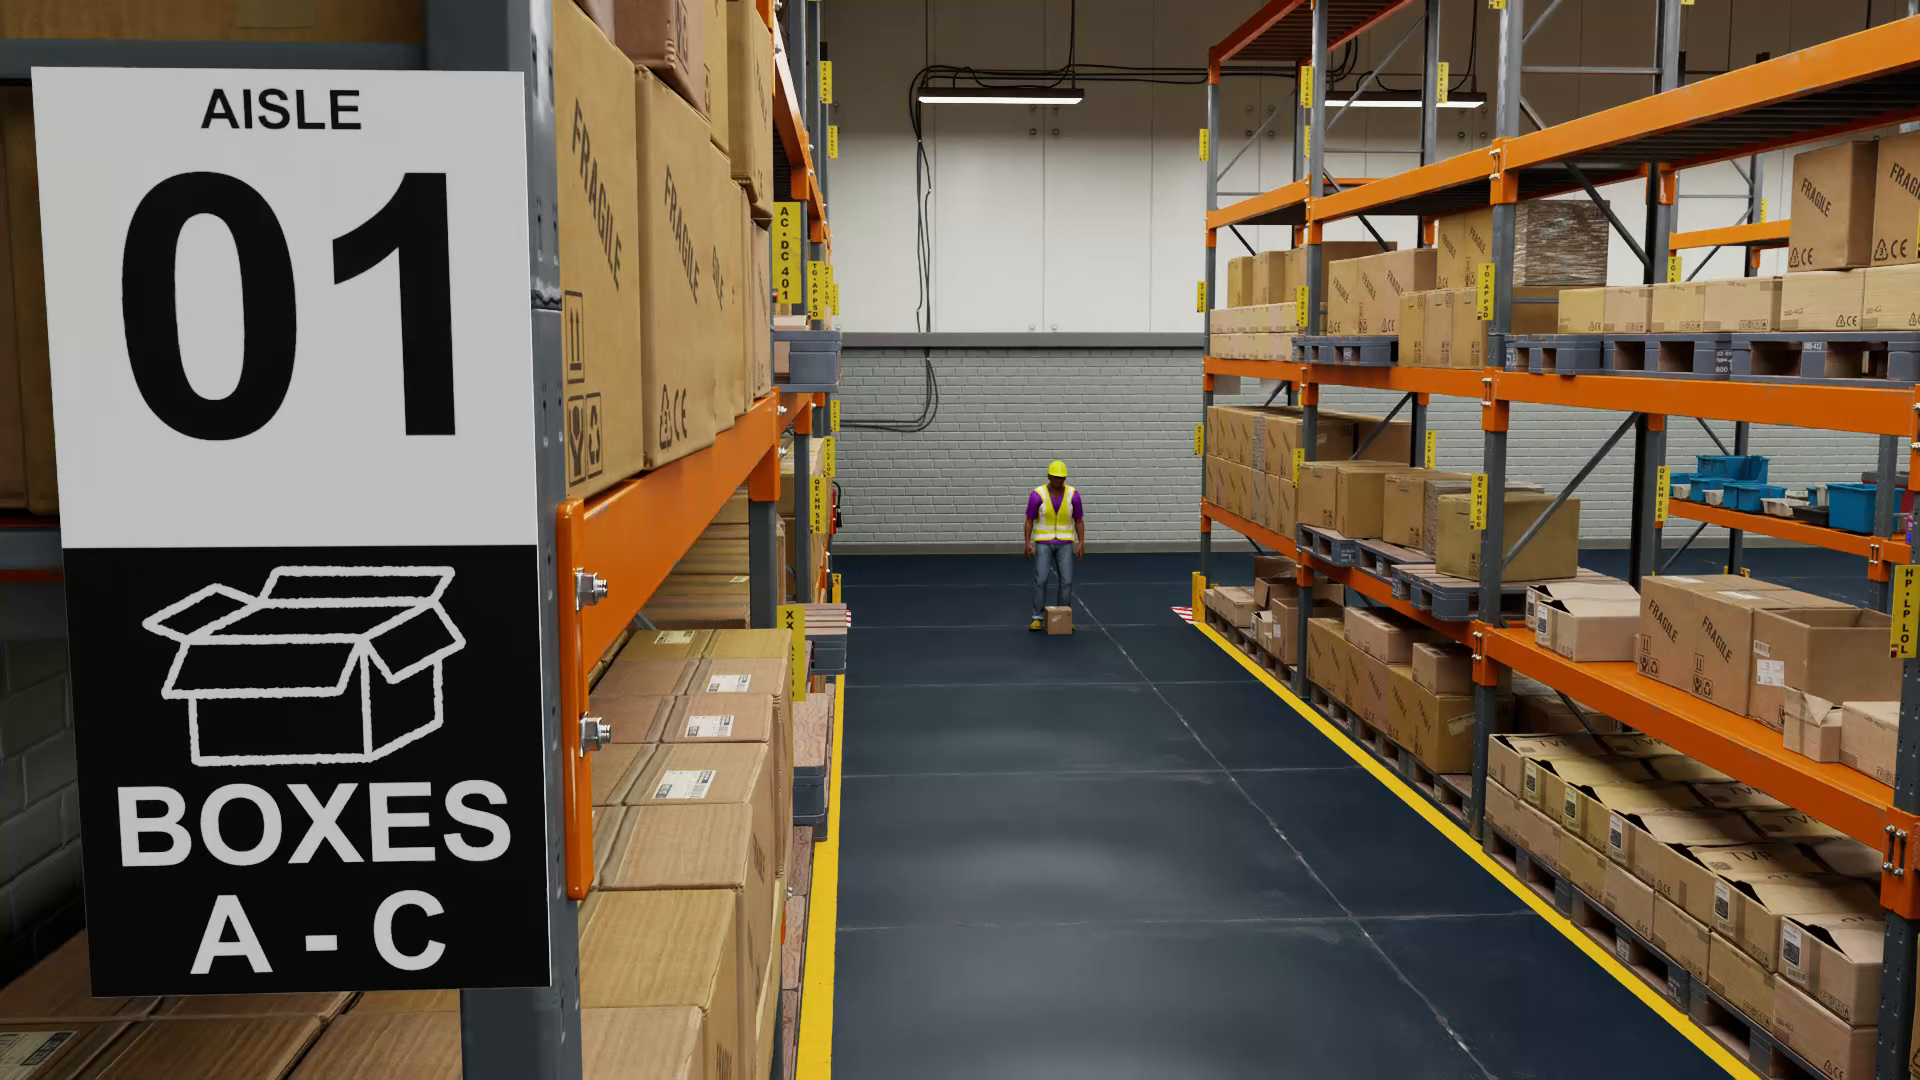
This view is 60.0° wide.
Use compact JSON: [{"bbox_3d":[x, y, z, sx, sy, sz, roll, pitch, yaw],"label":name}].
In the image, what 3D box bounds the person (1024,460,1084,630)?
[{"bbox_3d":[0.979,0.050,17.240,0.628,1.761,0.456,0,7,-3],"label":"person"}]
